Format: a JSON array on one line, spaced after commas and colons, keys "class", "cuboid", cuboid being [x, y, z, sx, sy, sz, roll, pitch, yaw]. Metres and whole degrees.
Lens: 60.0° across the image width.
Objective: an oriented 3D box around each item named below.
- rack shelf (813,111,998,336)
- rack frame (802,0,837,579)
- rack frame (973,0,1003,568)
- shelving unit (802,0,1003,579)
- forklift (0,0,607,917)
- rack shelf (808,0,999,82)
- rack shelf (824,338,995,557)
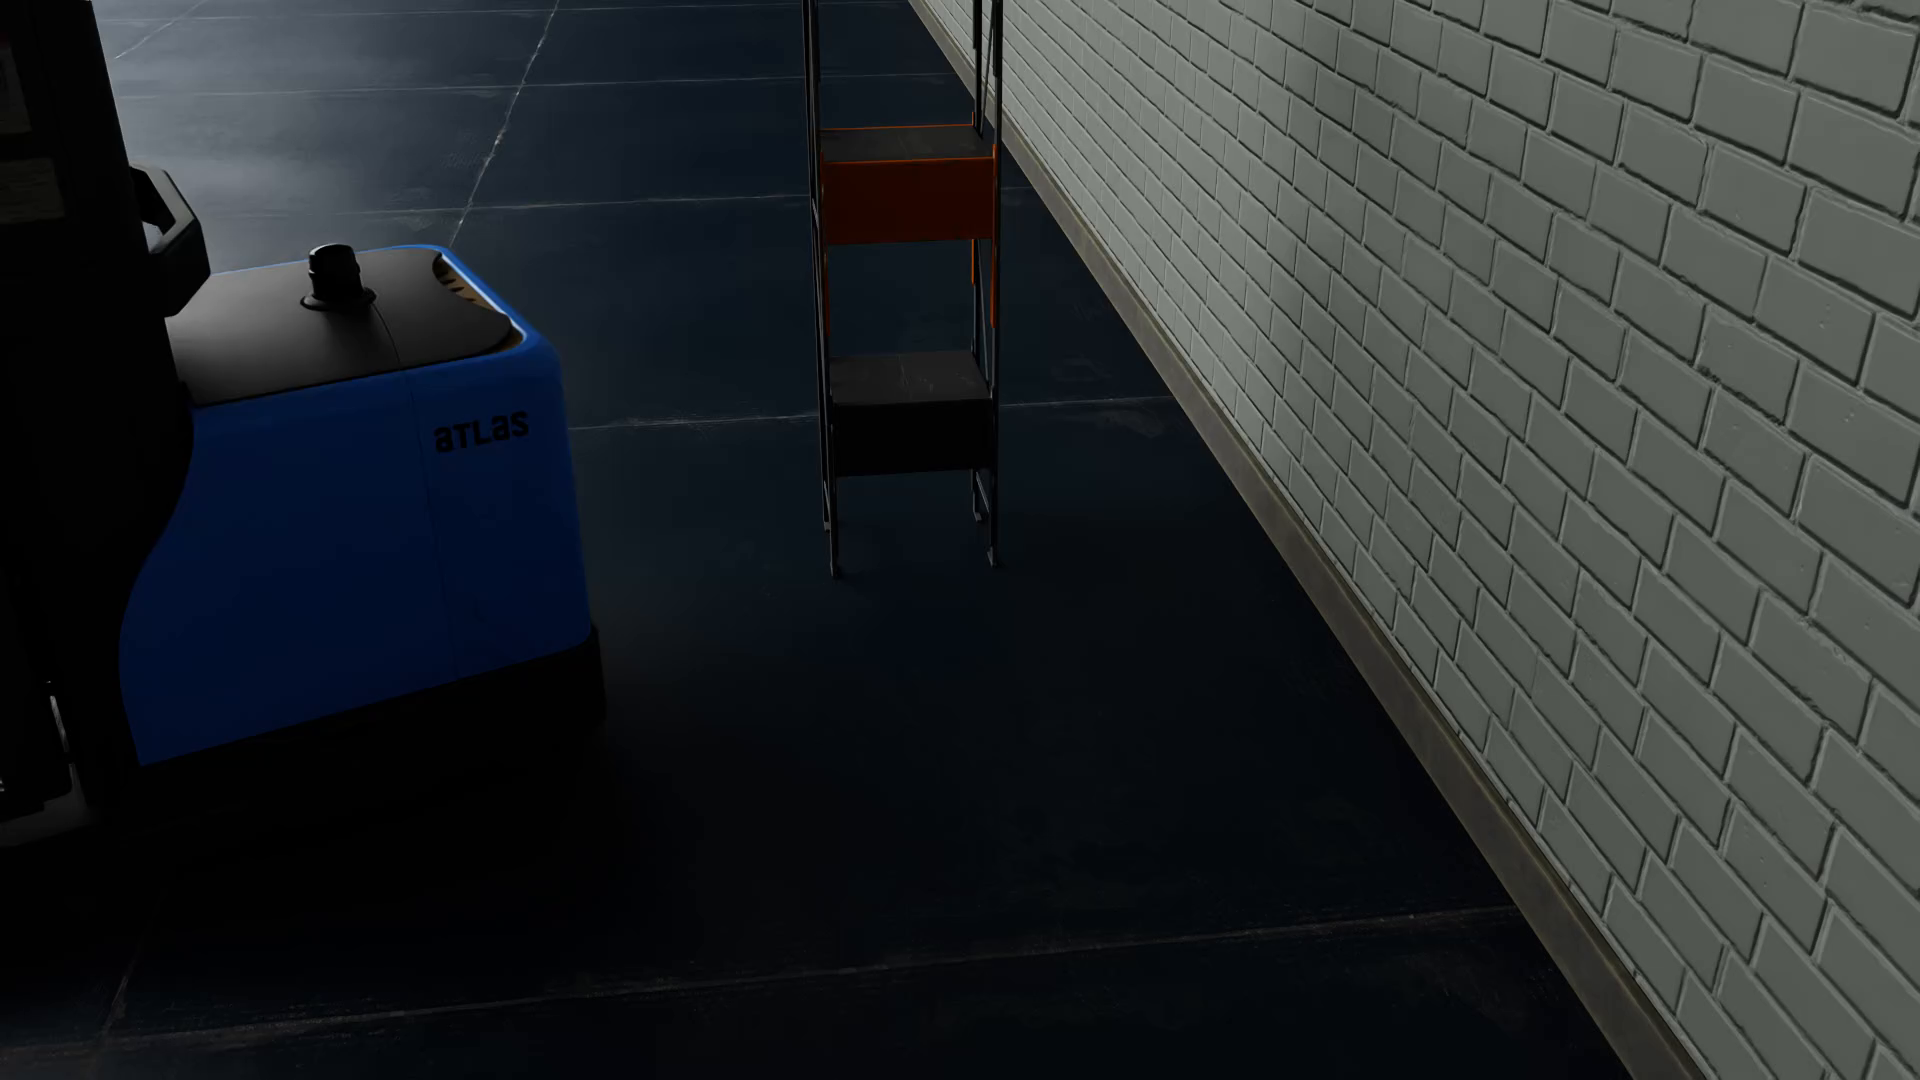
[{"class": "rack shelf", "cuboid": [-0.164, -0.912, 4.756, 0.480, 0.518, 0.431, -4, 27, -7]}, {"class": "rack frame", "cuboid": [-0.406, -0.908, 4.720, 0.015, 2.100, 0.400, -4, 27, -7]}, {"class": "rack frame", "cuboid": [0.078, -0.939, 4.780, 0.015, 2.100, 0.400, -4, 27, -7]}, {"class": "shelving unit", "cuboid": [-0.164, -0.924, 4.750, 0.503, 2.100, 0.431, -4, 27, -7]}, {"class": "forklift", "cuboid": [-2.429, -0.629, 3.265, 3.031, 2.935, 1.130, -15, 31, -27]}, {"class": "rack shelf", "cuboid": [-0.164, -1.534, 4.437, 0.480, 0.518, 0.431, -4, 27, -7]}, {"class": "rack shelf", "cuboid": [-0.164, -0.289, 5.076, 0.480, 0.518, 0.431, -4, 27, -7]}]
